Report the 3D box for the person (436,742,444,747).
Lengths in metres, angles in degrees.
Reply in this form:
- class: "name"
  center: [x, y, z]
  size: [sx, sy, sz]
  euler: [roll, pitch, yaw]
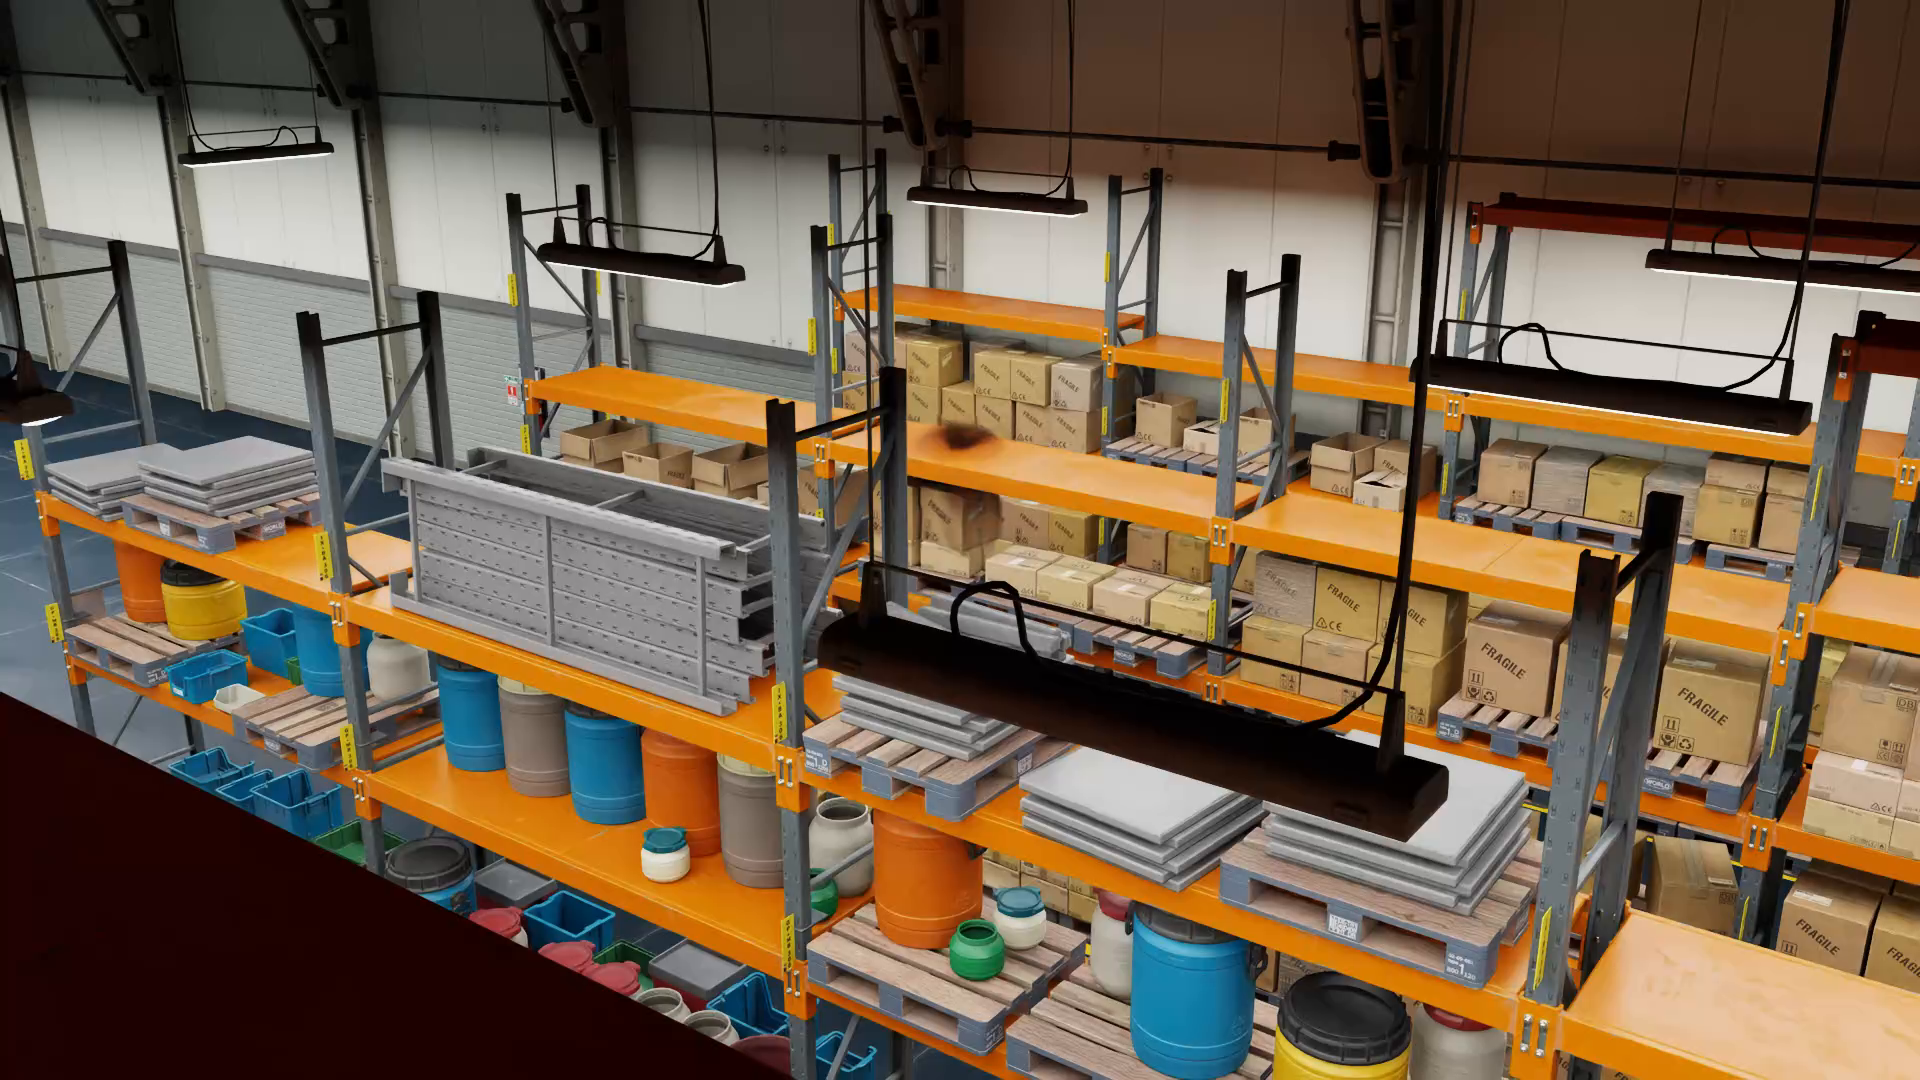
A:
- class: "person"
  center: [-4.842, 2.081, 16.265]
  size: [0.601, 1.764, 0.407]
  euler: [0, 18, 1]
